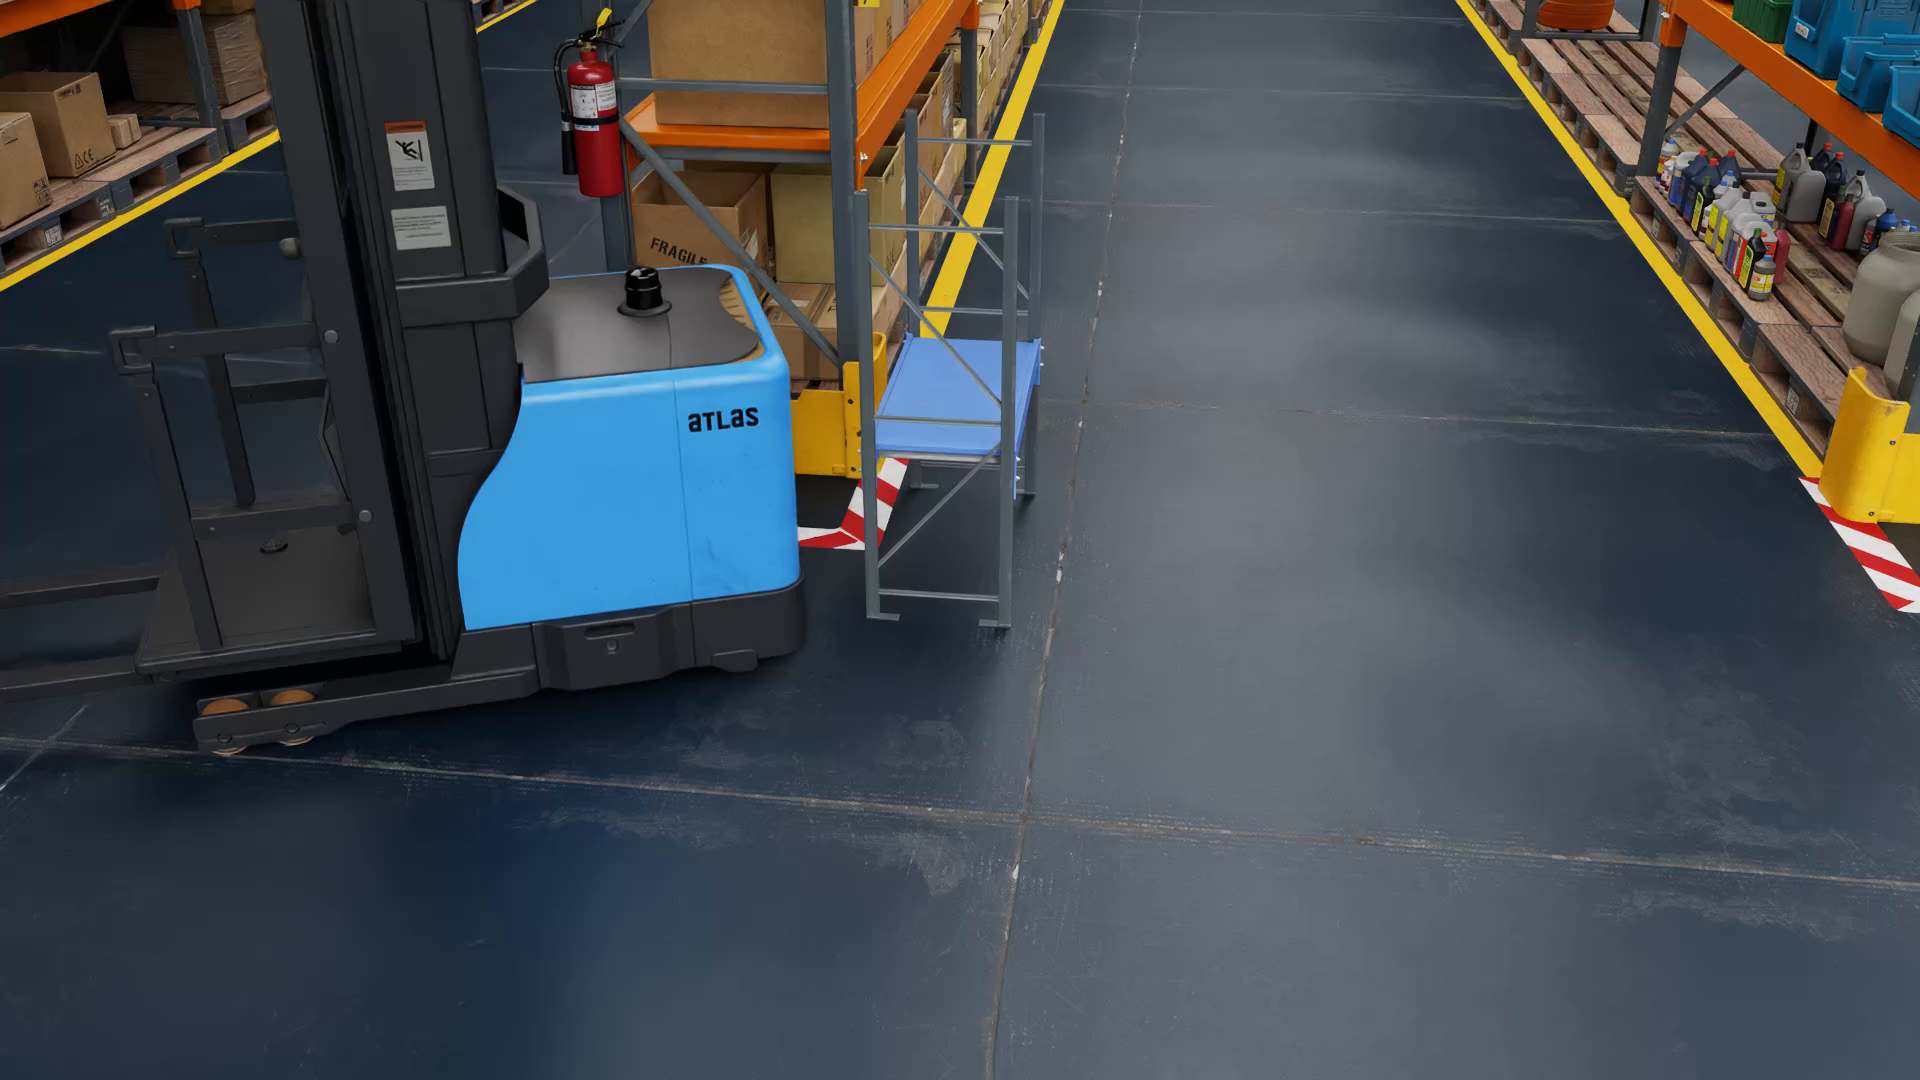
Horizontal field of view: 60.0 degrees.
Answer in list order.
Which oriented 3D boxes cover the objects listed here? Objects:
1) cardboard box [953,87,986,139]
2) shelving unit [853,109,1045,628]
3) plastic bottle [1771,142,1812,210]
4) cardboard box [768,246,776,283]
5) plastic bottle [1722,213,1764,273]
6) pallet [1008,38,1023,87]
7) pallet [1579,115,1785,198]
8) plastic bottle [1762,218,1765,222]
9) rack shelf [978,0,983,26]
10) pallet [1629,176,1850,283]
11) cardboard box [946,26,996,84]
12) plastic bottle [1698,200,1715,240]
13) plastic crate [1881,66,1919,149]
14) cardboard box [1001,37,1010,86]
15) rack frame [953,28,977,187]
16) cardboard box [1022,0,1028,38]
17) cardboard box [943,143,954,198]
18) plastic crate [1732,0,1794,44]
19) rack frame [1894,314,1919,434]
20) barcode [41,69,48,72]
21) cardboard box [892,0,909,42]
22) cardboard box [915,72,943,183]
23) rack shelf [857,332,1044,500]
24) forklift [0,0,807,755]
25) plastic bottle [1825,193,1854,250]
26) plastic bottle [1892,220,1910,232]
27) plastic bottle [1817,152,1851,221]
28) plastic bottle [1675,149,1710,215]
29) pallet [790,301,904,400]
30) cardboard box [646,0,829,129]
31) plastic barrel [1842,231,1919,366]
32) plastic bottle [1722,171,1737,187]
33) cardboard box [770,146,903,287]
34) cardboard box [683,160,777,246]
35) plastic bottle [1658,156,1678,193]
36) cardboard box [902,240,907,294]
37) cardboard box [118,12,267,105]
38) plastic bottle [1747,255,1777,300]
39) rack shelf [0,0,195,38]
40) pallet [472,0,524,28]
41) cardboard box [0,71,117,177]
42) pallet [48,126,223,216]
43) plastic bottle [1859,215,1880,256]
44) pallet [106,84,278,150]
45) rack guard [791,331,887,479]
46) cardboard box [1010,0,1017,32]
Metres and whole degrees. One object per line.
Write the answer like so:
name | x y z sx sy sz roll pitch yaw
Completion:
cardboard box | -0.105 -2.723 10.599 0.500 0.250 0.500 3 28 5
shelving unit | -0.010 -0.620 5.820 0.538 1.500 1.048 3 28 6
plastic bottle | 4.580 -2.000 9.129 0.144 0.351 0.185 3 28 6
cardboard box | -1.068 -1.171 7.717 0.500 0.250 0.500 3 28 6
plastic bottle | 3.890 -1.468 8.220 0.152 0.276 0.135 3 28 5
pallet | -0.050 -3.844 13.162 1.003 0.211 1.213 3 28 6
pallet | 4.573 -2.428 10.535 1.003 0.211 1.213 3 28 6
plastic bottle | 4.032 -1.527 8.408 0.097 0.201 0.097 0 28 0
rack shelf | -0.155 -4.198 11.639 1.077 0.370 4.000 3 28 6
pallet | 4.392 -1.743 9.262 1.003 0.211 1.213 3 28 6
cardboard box | -0.036 -3.210 10.911 0.500 0.311 0.500 3 28 6
plastic bottle | 3.924 -1.669 8.672 0.097 0.201 0.097 0 28 0
plastic crate | 3.790 -1.589 6.193 0.499 0.251 0.616 3 28 6
cardboard box | 0.083 -3.447 11.943 0.500 0.250 0.500 4 29 7
rack frame | -0.400 -3.574 9.721 1.000 3.000 0.127 3 28 6
cardboard box | 0.268 -4.169 13.282 0.500 0.250 0.500 4 29 7
cardboard box | -0.311 -2.082 9.409 0.500 0.250 0.500 3 28 6
plastic crate | 4.069 -2.568 8.078 0.450 0.188 0.662 3 28 6
rack frame | 4.025 -1.401 5.688 1.000 3.000 0.127 3 28 6
barcode | -5.621 -2.854 10.218 0.001 0.075 0.075 3 28 6
cardboard box | -0.633 -2.683 7.961 0.700 0.500 0.500 4 29 8
cardboard box | -0.370 -2.177 8.794 0.500 0.500 0.500 3 28 6
rack shelf | -0.010 -0.462 5.905 0.538 0.185 1.000 3 28 6
forklift | -2.080 -0.917 4.863 3.031 2.935 1.130 -7 29 -13
plastic bottle | 4.530 -1.649 8.549 0.061 0.283 0.133 3 28 6
plastic bottle | 4.611 -1.437 8.168 0.097 0.271 0.097 0 28 0
plastic bottle | 4.699 -1.901 8.945 0.144 0.351 0.185 2 28 4
plastic bottle | 4.005 -1.956 9.046 0.144 0.351 0.185 4 29 8
pallet | -0.838 -0.826 7.560 1.003 0.211 1.213 3 28 6
cardboard box | -0.820 -1.954 6.608 0.700 0.500 0.500 3 28 6
plastic barrel | 4.092 -1.041 7.200 0.421 0.512 0.421 0 28 0
plastic bottle | 4.107 -1.845 8.926 0.097 0.271 0.097 0 28 0
cardboard box | -0.544 -1.470 7.482 0.500 0.500 0.500 3 28 6
cardboard box | -1.012 -1.737 7.976 0.500 0.500 0.500 3 28 6
plastic bottle | 4.029 -2.073 9.422 0.097 0.201 0.097 0 28 0
cardboard box | -0.484 -1.375 8.097 0.500 0.250 0.500 3 28 6
cardboard box | -5.243 -3.300 11.385 0.700 0.500 0.500 4 29 8
plastic bottle | 3.815 -1.253 7.899 0.097 0.201 0.097 0 28 0
rack shelf | -5.562 -2.602 8.675 1.077 0.370 4.000 3 28 6
pallet | -4.655 -4.882 15.089 1.003 0.211 1.213 3 28 6
cardboard box | -5.404 -2.462 9.829 0.500 0.500 0.500 1 28 2
pallet | -5.364 -2.314 10.322 1.003 0.211 1.213 3 28 6
plastic bottle | 4.648 -1.550 8.451 0.097 0.201 0.097 0 28 0
pallet | -5.223 -2.999 11.593 1.003 0.211 1.213 3 28 6
rack guard | -0.893 -0.579 6.798 1.175 0.500 0.348 3 28 6
cardboard box | 0.148 -3.934 12.255 0.500 0.311 0.500 3 28 6
